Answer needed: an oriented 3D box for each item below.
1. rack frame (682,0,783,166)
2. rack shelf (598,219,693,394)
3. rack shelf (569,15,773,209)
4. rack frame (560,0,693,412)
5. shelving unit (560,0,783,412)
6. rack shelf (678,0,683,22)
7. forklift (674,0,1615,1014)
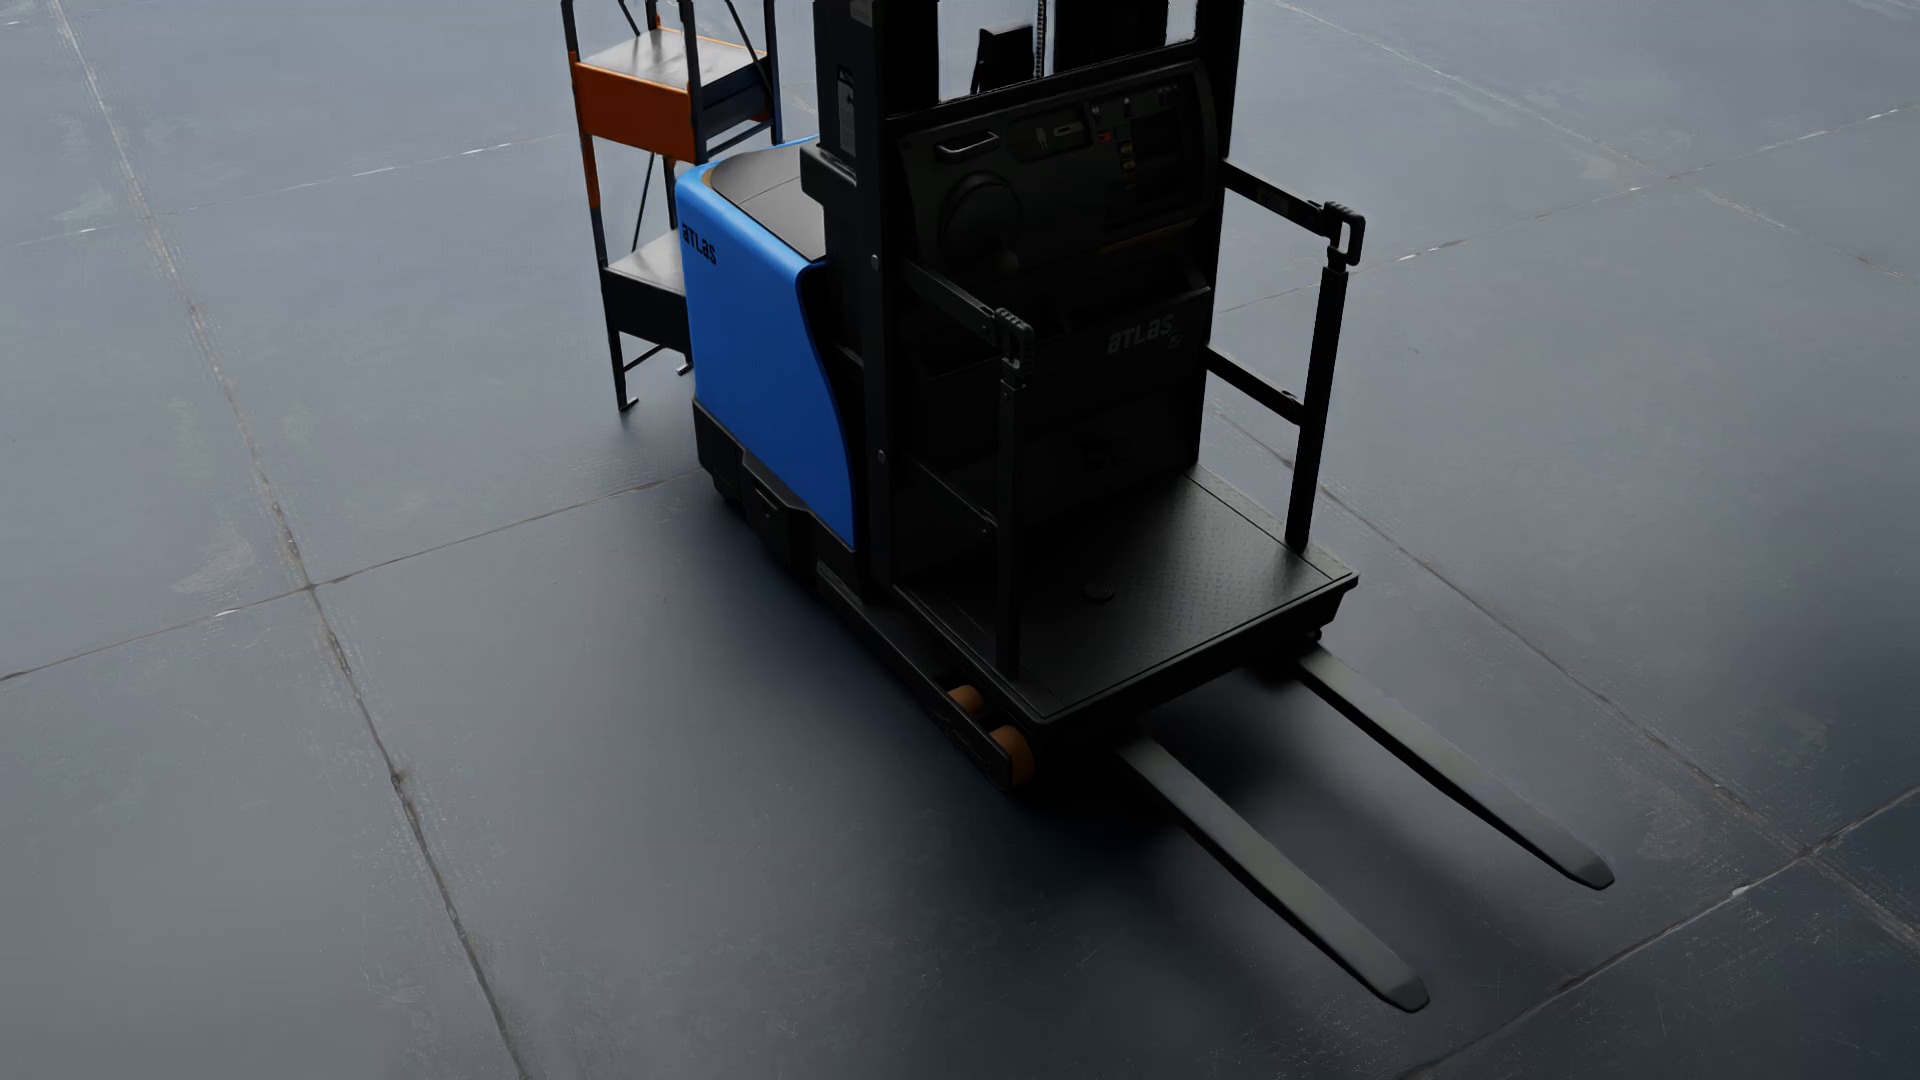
[{"bbox_3d":[-0.684,-1.247,5.176,0.015,2.100,0.400,21,41,26],"label":"rack frame"},{"bbox_3d":[-0.888,-0.749,5.704,0.480,0.518,0.431,21,41,26],"label":"rack shelf"},{"bbox_3d":[-0.889,-1.314,5.291,0.480,0.518,0.431,21,41,26],"label":"rack shelf"},{"bbox_3d":[-1.094,-1.403,5.390,0.015,2.100,0.400,21,41,26],"label":"rack frame"},{"bbox_3d":[-0.889,-1.325,5.283,0.503,2.100,0.431,21,41,26],"label":"shelving unit"},{"bbox_3d":[-0.889,-1.879,4.878,0.480,0.518,0.431,21,41,26],"label":"rack shelf"},{"bbox_3d":[0.378,-0.855,3.935,1.130,2.935,3.031,-22,41,-27],"label":"forklift"}]
